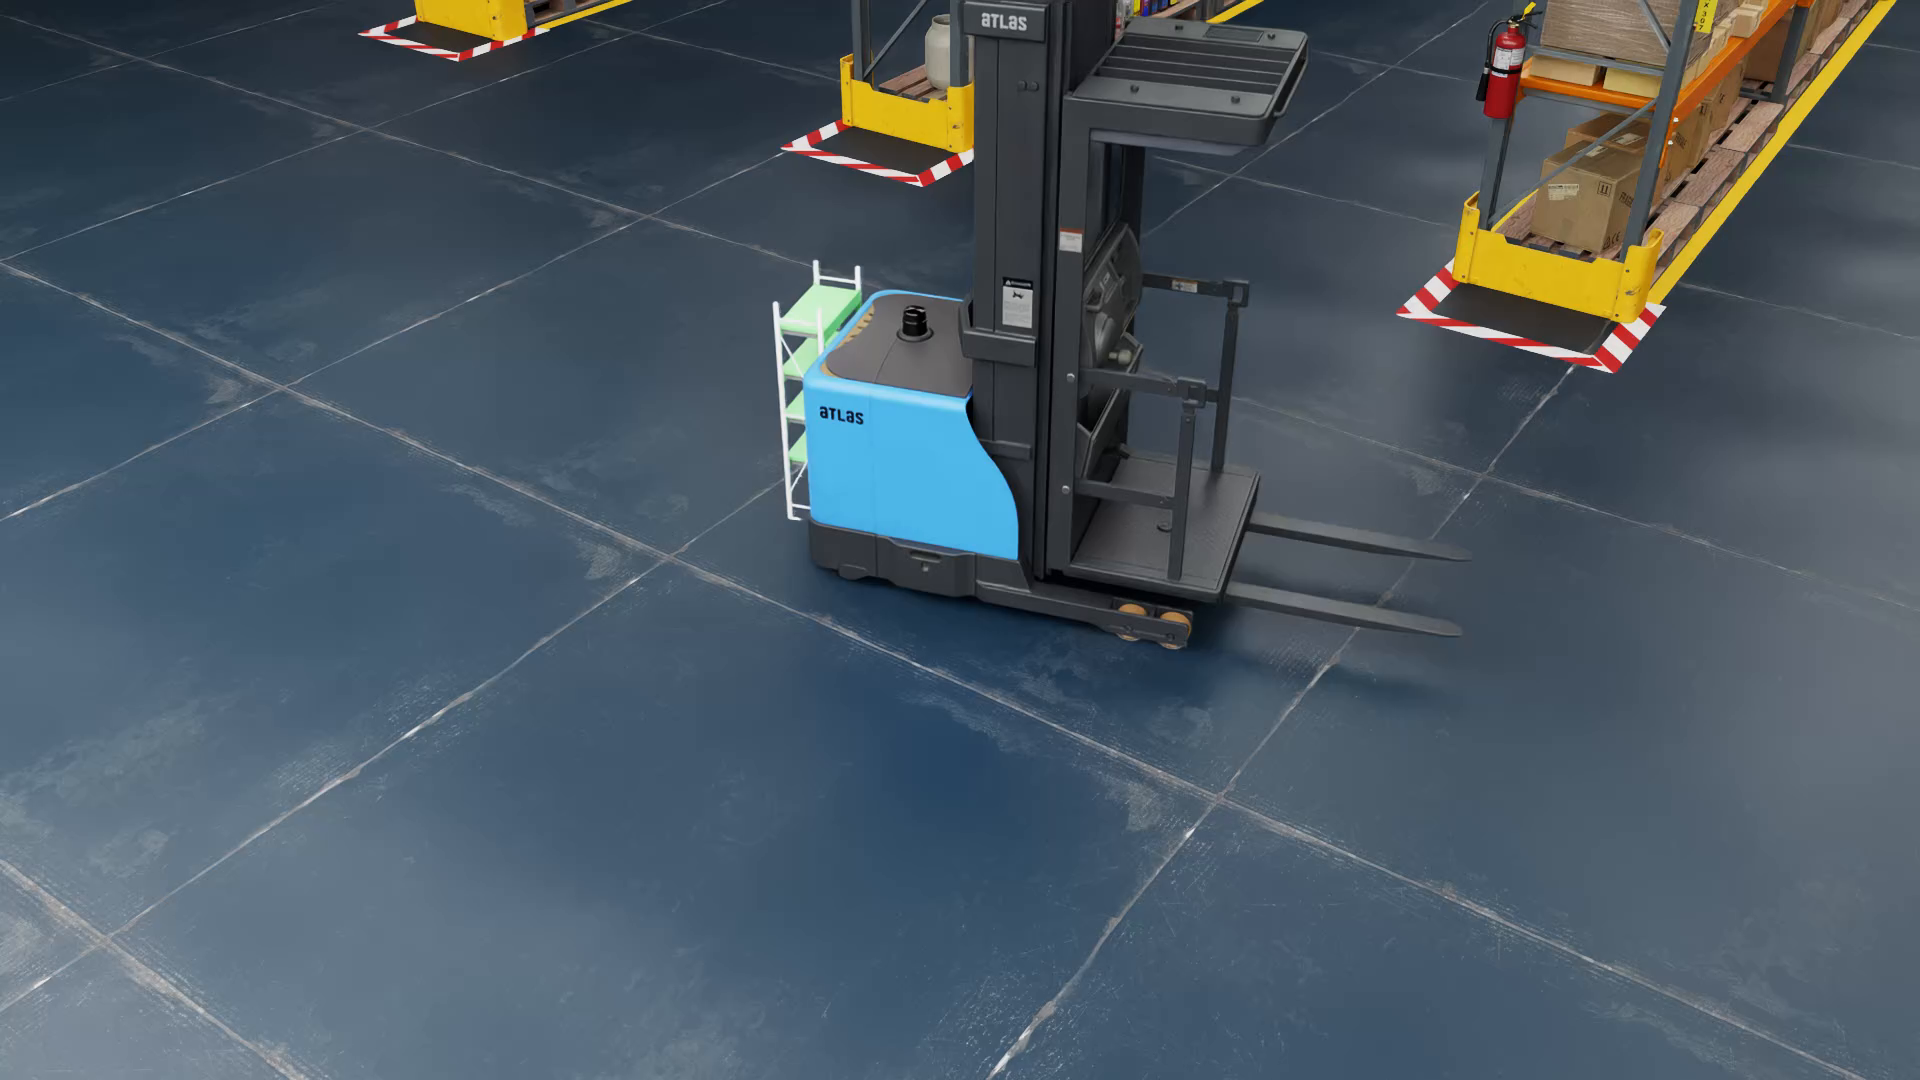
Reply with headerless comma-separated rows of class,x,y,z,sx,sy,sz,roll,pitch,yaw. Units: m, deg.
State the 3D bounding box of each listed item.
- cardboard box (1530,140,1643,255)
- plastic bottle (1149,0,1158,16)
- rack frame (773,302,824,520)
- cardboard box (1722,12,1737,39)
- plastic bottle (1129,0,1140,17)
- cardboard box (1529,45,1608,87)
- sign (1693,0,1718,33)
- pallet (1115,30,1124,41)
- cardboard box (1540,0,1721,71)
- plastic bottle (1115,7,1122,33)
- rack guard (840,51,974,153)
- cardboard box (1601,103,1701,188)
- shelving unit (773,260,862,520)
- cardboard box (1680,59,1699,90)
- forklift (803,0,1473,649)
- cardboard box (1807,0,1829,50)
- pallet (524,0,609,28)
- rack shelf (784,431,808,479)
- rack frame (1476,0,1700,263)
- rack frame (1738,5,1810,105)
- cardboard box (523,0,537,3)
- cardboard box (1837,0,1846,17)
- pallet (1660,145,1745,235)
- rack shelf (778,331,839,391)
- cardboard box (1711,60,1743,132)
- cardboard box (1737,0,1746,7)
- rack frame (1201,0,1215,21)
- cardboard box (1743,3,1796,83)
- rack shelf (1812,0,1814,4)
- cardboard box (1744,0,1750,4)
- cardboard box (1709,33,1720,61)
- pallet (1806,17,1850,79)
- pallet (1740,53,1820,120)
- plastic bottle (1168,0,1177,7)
cardboard box,4.060,-2.210,10.697,0.500,0.500,0.500,-29,43,-35
plastic bottle,1.663,-4.821,14.673,0.144,0.351,0.185,19,39,26
rack frame,-0.753,-0.588,8.049,0.240,1.200,0.015,10,35,15
cardboard box,4.756,-3.318,10.703,0.380,0.149,0.250,21,39,28
plastic bottle,1.478,-4.672,14.453,0.144,0.351,0.185,21,39,28
cardboard box,3.684,-2.883,10.059,0.380,0.149,0.250,21,39,28
sign,4.136,-2.975,9.199,0.100,0.325,0.005,21,39,28
pallet,0.790,-4.198,14.269,1.003,0.211,1.213,21,39,28
cardboard box,4.027,-3.199,9.948,0.875,0.500,0.500,21,39,28
plastic bottle,1.338,-4.474,14.293,0.097,0.201,0.097,0,34,0
rack guard,-0.374,-3.386,12.811,1.175,0.500,0.348,21,39,28
cardboard box,4.746,-2.778,11.537,0.500,0.500,0.500,25,42,32
shelving unit,-0.676,-0.718,8.241,0.258,1.200,0.503,10,35,15
cardboard box,4.207,-2.850,10.010,0.380,0.149,0.250,21,39,28
forklift,0.852,-1.056,7.195,3.031,2.935,1.130,10,35,15
cardboard box,6.945,-4.524,14.101,0.700,0.500,0.500,18,38,24
pallet,-4.044,-5.166,15.700,1.003,0.211,1.213,21,39,28
rack shelf,-0.676,-0.466,8.411,0.258,0.148,0.480,10,35,15
rack frame,3.691,-2.790,9.698,1.000,3.000,0.127,21,39,28
rack frame,5.971,-4.631,12.420,1.000,3.000,0.127,21,39,28
cardboard box,-3.957,-5.166,15.292,0.500,0.250,0.500,21,39,28
cardboard box,7.581,-5.044,14.870,0.700,0.500,0.500,18,38,24
pallet,4.922,-2.591,11.893,1.003,0.211,1.213,21,39,28
rack shelf,-0.677,-0.864,8.142,0.258,0.148,0.480,10,35,15
cardboard box,5.390,-3.332,12.356,0.500,0.500,0.500,-23,40,-30
cardboard box,4.829,-3.910,10.999,0.875,0.500,0.500,21,39,28
rack frame,1.902,-6.213,14.759,1.000,3.000,0.127,21,39,28
cardboard box,6.339,-4.053,13.404,0.700,0.500,0.500,18,38,25
rack shelf,7.112,-5.253,13.982,1.077,0.370,4.000,21,39,28
cardboard box,5.018,-3.557,11.057,0.380,0.149,0.250,21,39,28
cardboard box,4.488,-3.082,10.353,0.380,0.149,0.250,21,39,28
pallet,7.109,-4.398,14.565,1.003,0.211,1.213,21,39,28
pallet,6.414,-3.834,13.731,1.003,0.211,1.213,21,39,28
plastic bottle,1.899,-4.943,14.913,0.061,0.283,0.133,23,41,30
